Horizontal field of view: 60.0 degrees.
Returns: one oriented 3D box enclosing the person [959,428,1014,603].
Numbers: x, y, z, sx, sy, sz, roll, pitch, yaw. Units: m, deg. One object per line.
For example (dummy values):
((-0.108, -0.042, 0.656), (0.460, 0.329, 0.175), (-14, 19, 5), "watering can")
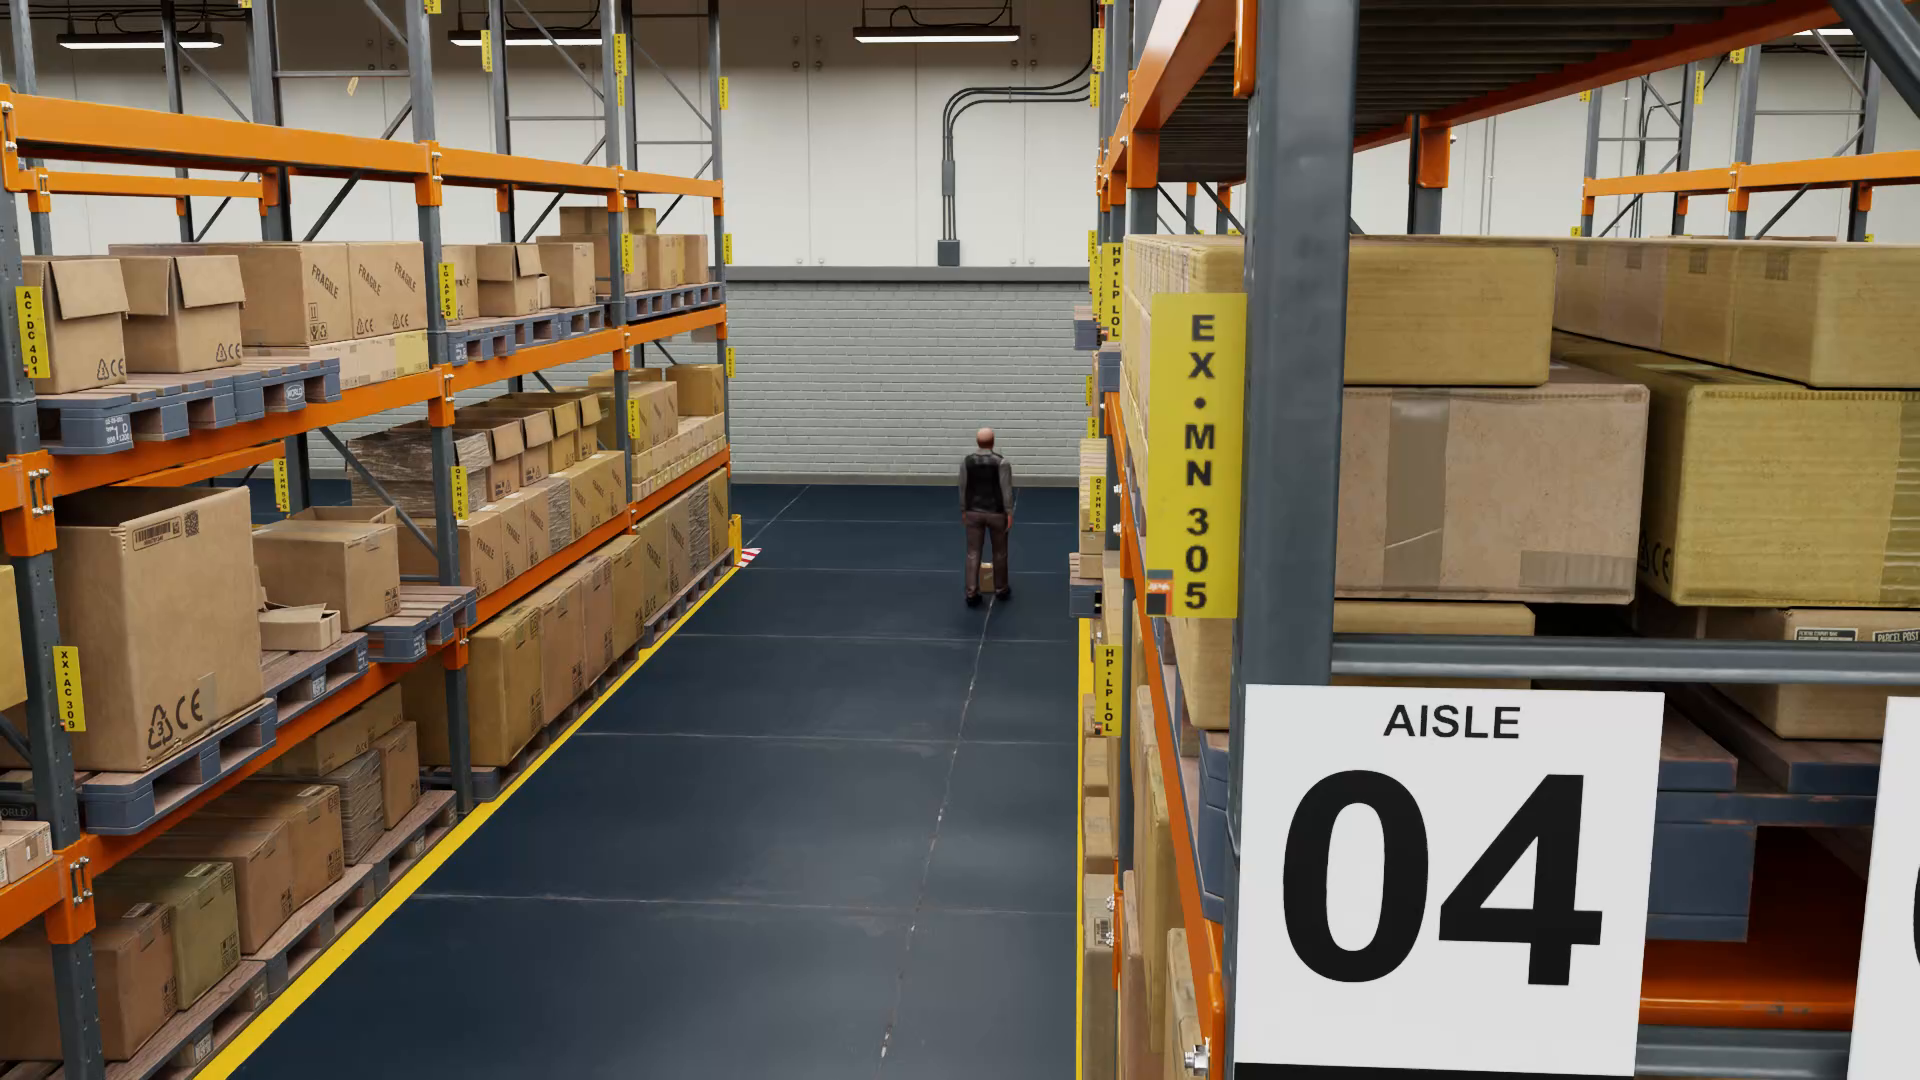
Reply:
((0.274, -0.252, 16.295), (0.552, 1.723, 0.673), (2, 11, 13), "person")
